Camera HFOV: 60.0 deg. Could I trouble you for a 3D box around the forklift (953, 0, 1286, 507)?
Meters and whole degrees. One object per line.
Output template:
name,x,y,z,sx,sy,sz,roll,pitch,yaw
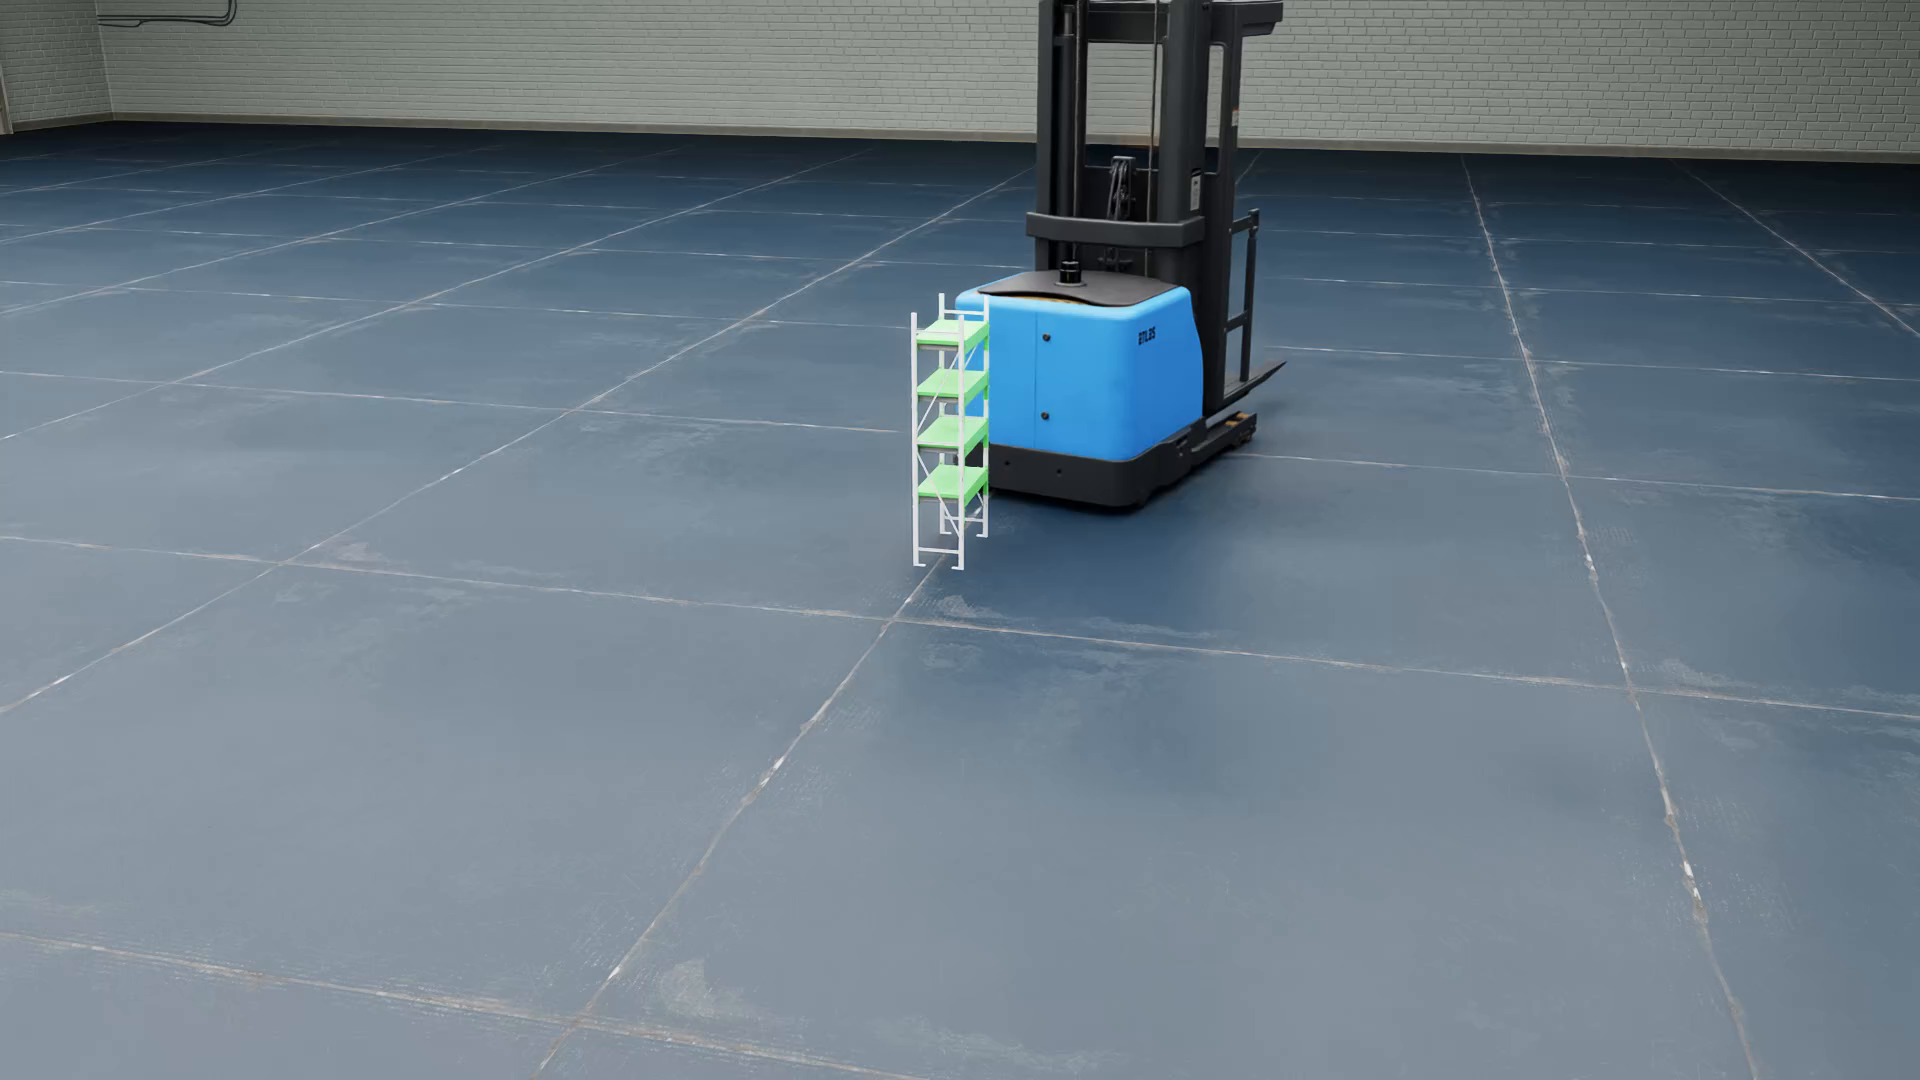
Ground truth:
forklift,1.118,-1.986,9.468,1.130,2.935,3.031,10,21,27

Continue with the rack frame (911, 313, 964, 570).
rack frame,-0.100,-0.439,7.618,0.240,1.200,0.015,5,19,13

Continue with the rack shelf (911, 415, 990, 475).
rack shelf,-0.040,-0.455,7.862,0.258,0.148,0.480,5,19,13

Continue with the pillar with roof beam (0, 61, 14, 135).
pillar with roof beam,-12.390,-10.896,26.167,9.100,9.000,0.400,5,19,13

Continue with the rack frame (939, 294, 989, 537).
rack frame,0.019,-0.592,8.066,0.240,1.200,0.015,5,19,13

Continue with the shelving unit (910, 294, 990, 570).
shelving unit,-0.040,-0.516,7.842,0.258,1.200,0.503,5,19,13

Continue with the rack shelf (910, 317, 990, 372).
rack shelf,-0.040,-0.910,7.707,0.258,0.148,0.480,5,19,13

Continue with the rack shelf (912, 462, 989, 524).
rack shelf,-0.040,-0.228,7.940,0.258,0.148,0.480,5,19,13

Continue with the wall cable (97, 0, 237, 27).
wall cable,-14.562,-10.586,30.062,3.097,2.526,0.112,5,19,13

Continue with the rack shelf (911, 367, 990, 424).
rack shelf,-0.040,-0.683,7.785,0.258,0.148,0.480,5,19,13
